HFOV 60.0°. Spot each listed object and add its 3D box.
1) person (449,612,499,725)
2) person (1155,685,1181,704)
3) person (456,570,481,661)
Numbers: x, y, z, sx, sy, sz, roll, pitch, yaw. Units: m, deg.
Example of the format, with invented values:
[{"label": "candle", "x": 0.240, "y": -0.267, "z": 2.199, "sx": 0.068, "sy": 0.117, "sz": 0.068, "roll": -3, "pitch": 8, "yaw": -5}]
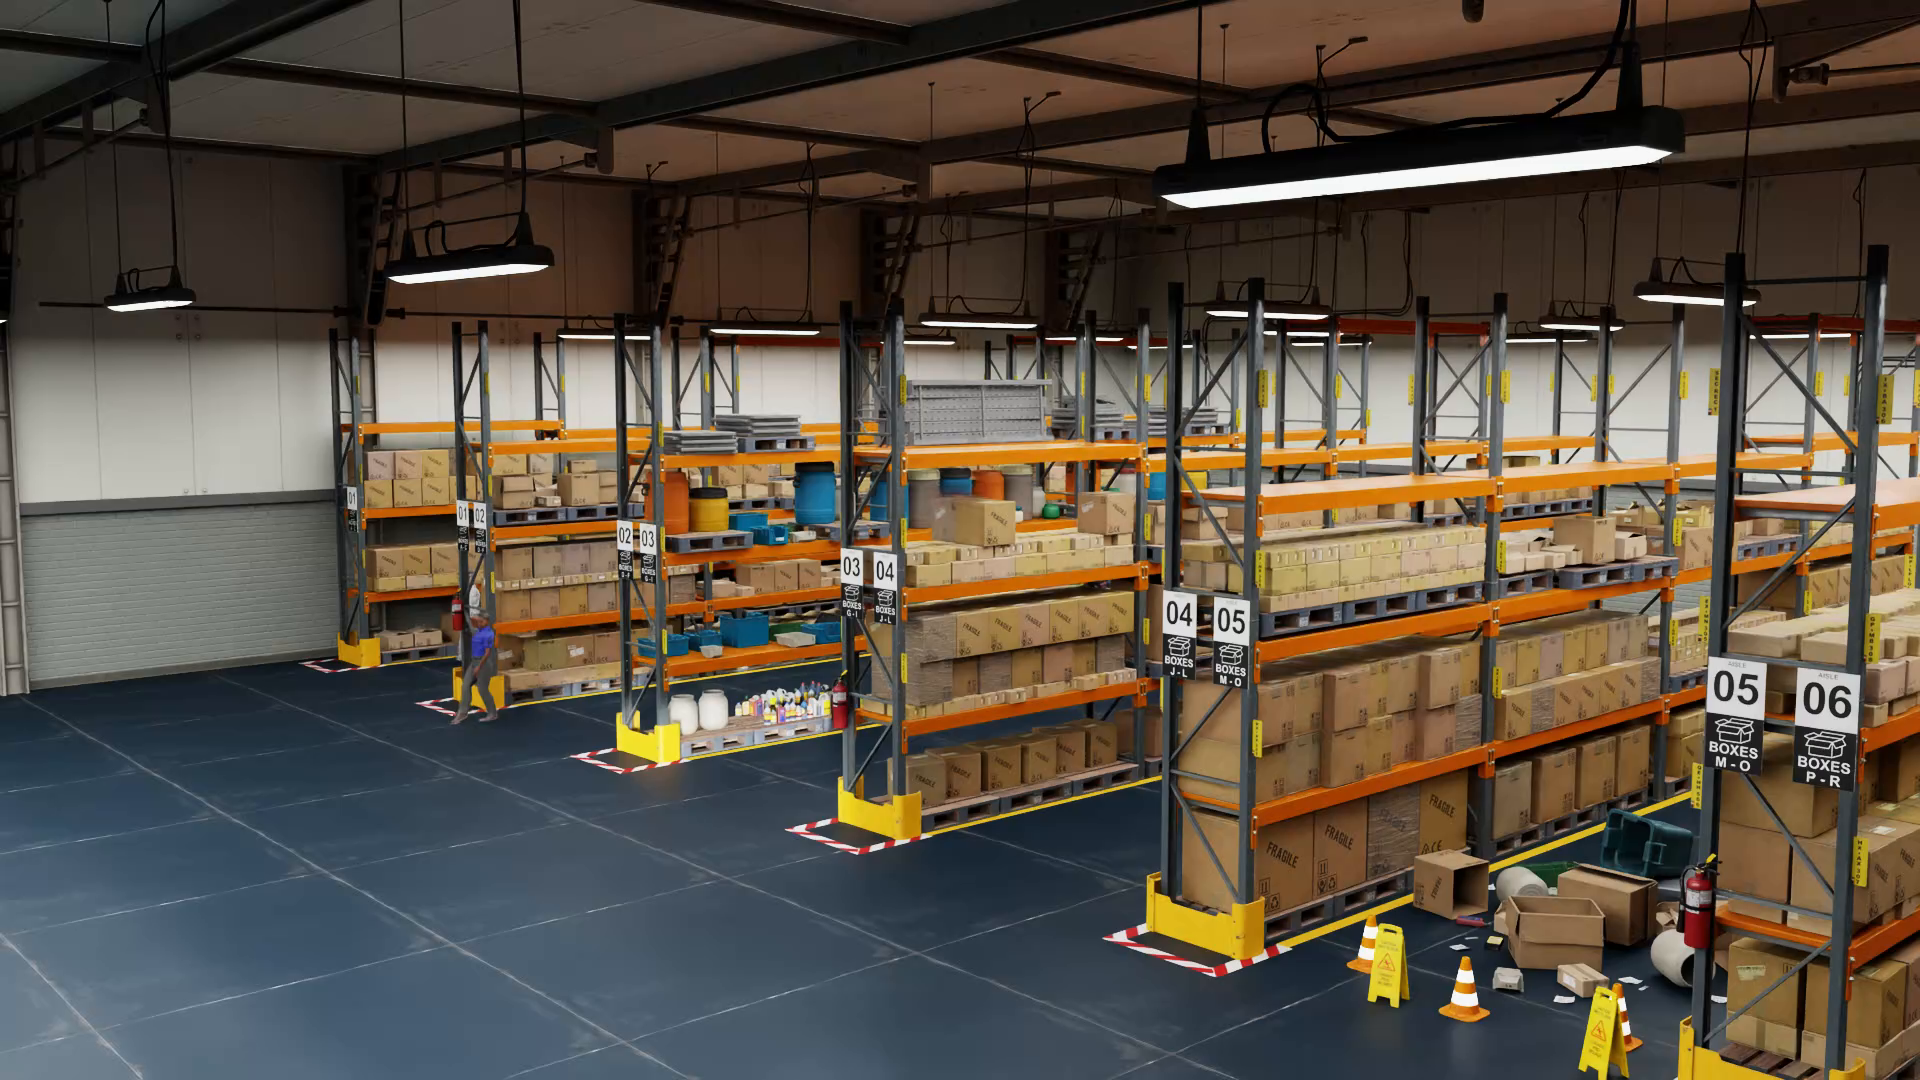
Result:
[{"label": "person", "x": -7.259, "y": 1.917, "z": 24.764, "sx": 0.677, "sy": 1.652, "sz": 0.471, "roll": -5, "pitch": 8, "yaw": -43}, {"label": "person", "x": 3.114, "y": 1.856, "z": 25.280, "sx": 0.493, "sy": 1.645, "sz": 0.542, "roll": -2, "pitch": 6, "yaw": -15}, {"label": "person", "x": -8.847, "y": 1.380, "z": 29.984, "sx": 0.492, "sy": 1.703, "sz": 0.514, "roll": -2, "pitch": 6, "yaw": -23}]
